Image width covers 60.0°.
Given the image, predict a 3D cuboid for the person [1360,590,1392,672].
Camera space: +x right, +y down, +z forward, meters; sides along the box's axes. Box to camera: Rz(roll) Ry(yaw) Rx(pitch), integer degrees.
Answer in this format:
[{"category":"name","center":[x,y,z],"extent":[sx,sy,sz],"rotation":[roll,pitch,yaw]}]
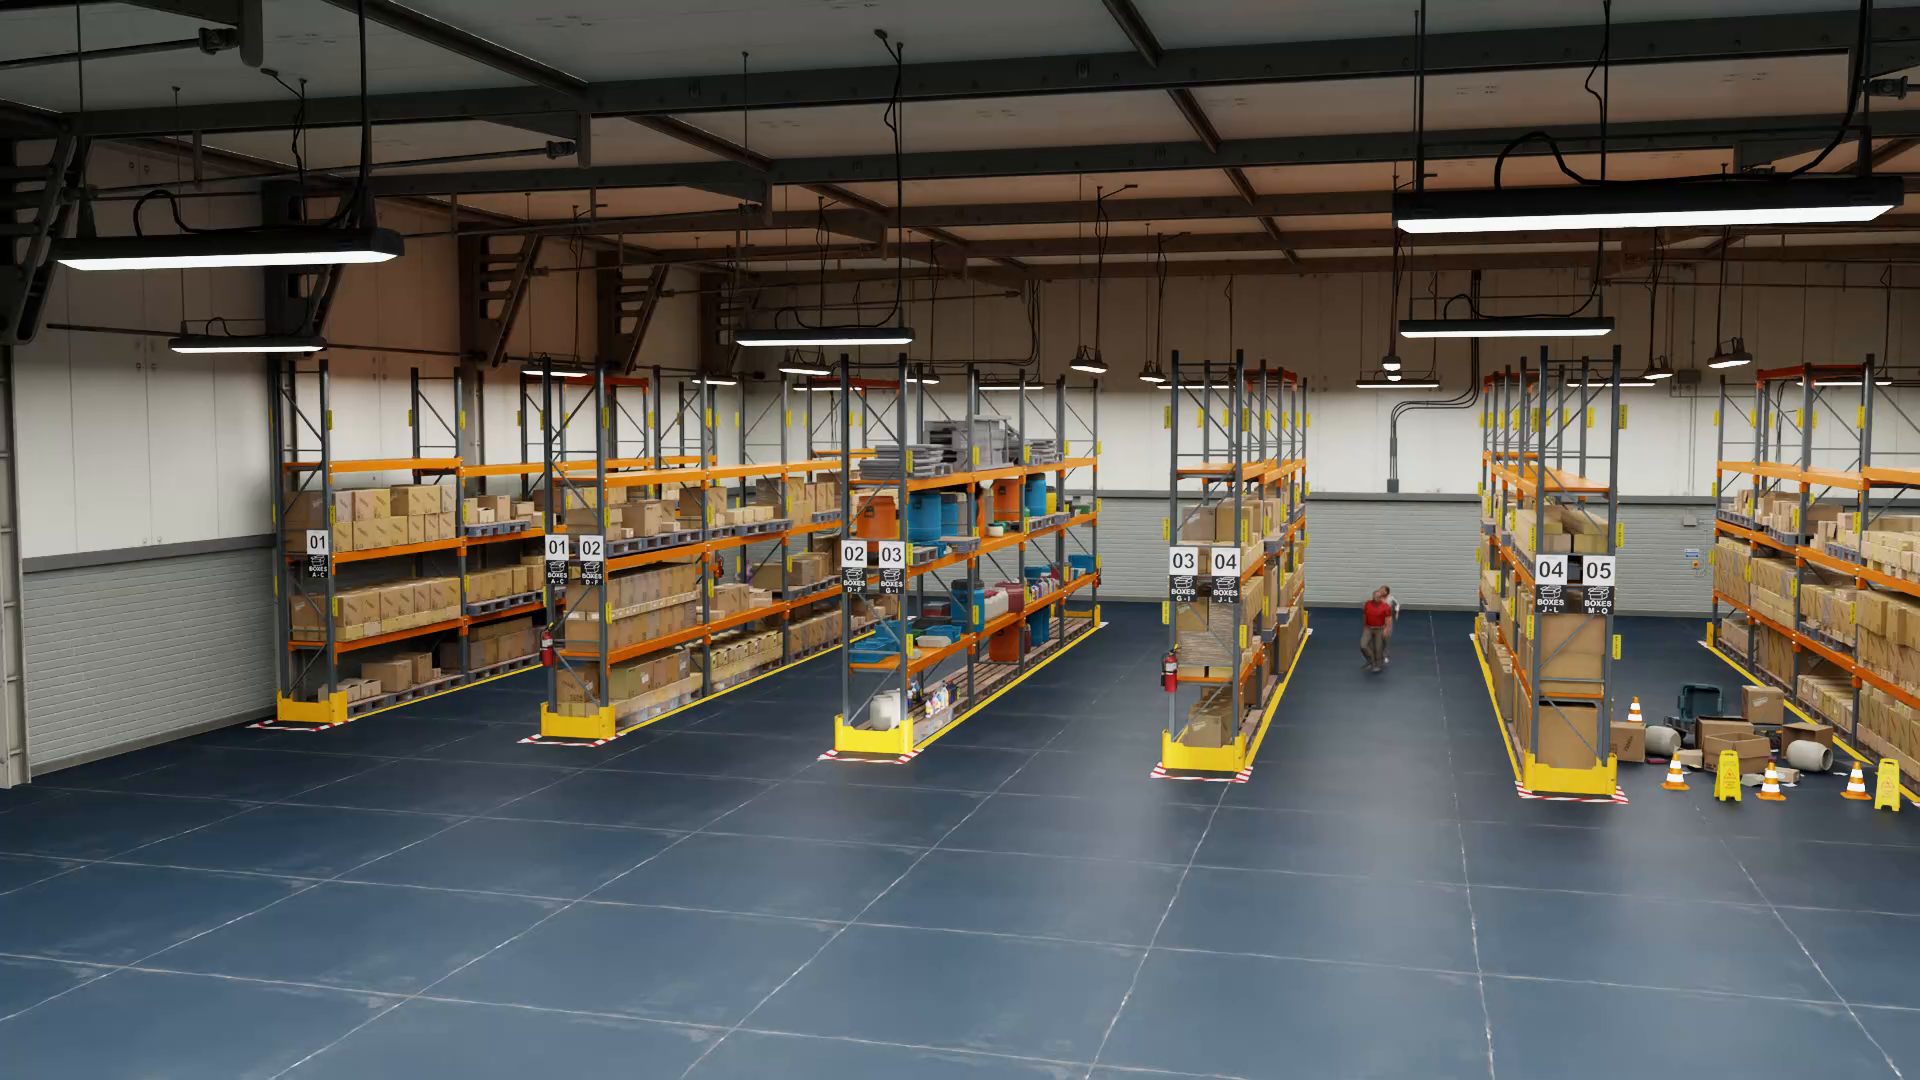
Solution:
[{"category":"person","center":[8.217,1.798,32.862],"extent":[0.671,1.673,0.709],"rotation":[2,5,27]}]

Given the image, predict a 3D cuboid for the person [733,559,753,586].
[{"category":"person","center":[-5.335,1.220,41.149],"extent":[0.520,1.609,0.842],"rotation":[0,4,2]}]

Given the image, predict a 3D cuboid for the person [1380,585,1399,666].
[{"category":"person","center":[8.785,1.732,34.369],"extent":[0.555,1.615,0.861],"rotation":[1,4,14]}]
